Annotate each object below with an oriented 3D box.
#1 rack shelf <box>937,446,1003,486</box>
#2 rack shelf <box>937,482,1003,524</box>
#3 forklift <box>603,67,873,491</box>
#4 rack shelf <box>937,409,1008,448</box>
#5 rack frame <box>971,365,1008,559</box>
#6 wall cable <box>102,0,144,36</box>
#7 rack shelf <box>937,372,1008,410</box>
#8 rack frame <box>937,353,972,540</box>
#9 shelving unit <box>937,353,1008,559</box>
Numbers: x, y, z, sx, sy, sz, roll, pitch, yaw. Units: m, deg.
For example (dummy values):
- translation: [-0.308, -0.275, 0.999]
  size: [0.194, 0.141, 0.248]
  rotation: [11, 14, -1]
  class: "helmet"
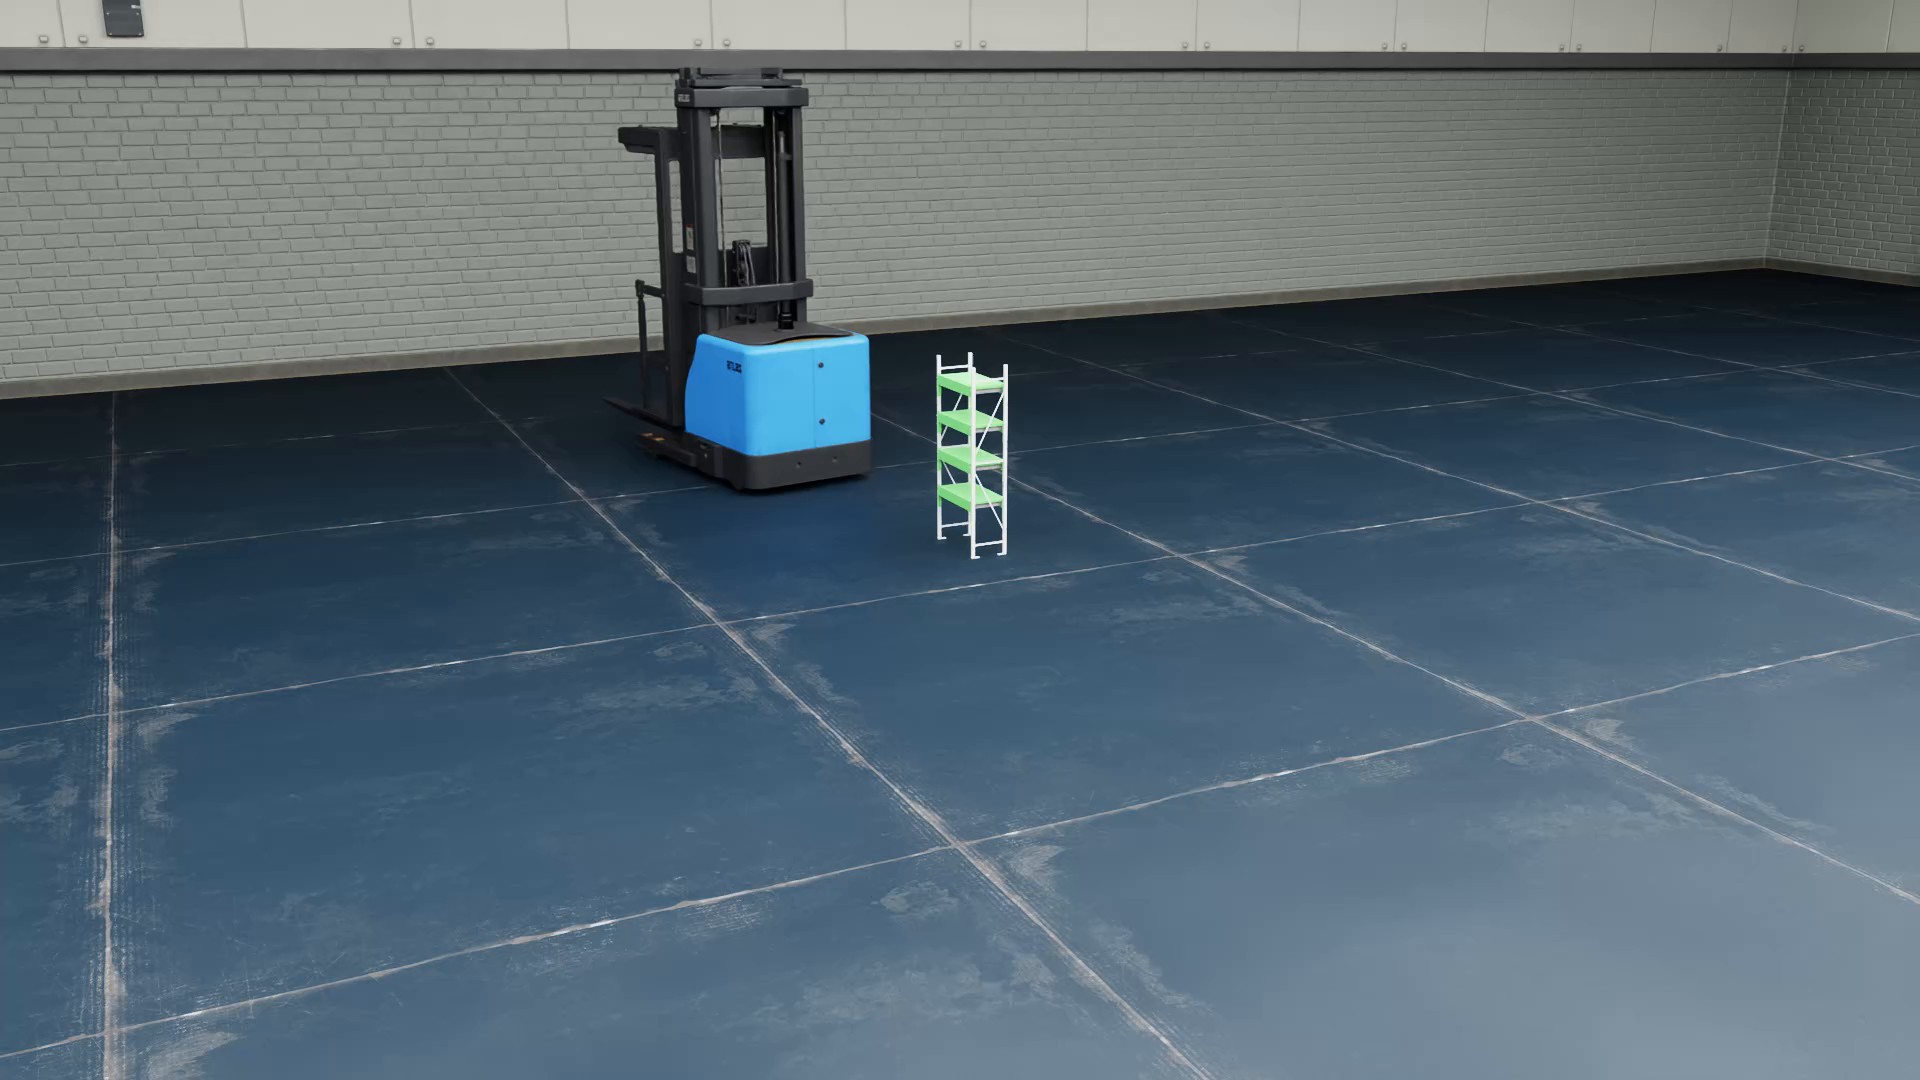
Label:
- translation: [0.073, -0.474, 10.460]
  size: [0.258, 0.148, 0.480]
  rotation: [-8, 18, -25]
  class: "rack shelf"
- translation: [0.073, -0.244, 10.526]
  size: [0.258, 0.148, 0.480]
  rotation: [-8, 18, -25]
  class: "rack shelf"
- translation: [-1.897, -2.110, 12.790]
  size: [1.130, 2.935, 3.031]
  rotation: [-11, 19, -33]
  class: "forklift"
- translation: [0.073, -0.705, 10.394]
  size: [0.258, 0.148, 0.480]
  rotation: [-8, 18, -25]
  class: "rack shelf"
- translation: [0.179, -0.475, 10.231]
  size: [0.240, 1.200, 0.015]
  rotation: [-8, 18, -25]
  class: "rack frame"
- translation: [-6.591, -7.532, 14.519]
  size: [2.305, 6.003, 0.169]
  rotation: [-8, 18, -25]
  class: "wall cable"
- translation: [0.073, -0.936, 10.327]
  size: [0.258, 0.148, 0.480]
  rotation: [-8, 18, -25]
  class: "rack shelf"
- translation: [-0.034, -0.596, 10.653]
  size: [0.240, 1.200, 0.015]
  rotation: [-8, 18, -25]
  class: "rack frame"
- translation: [0.073, -0.536, 10.442]
  size: [0.258, 1.200, 0.503]
  rotation: [-8, 18, -25]
  class: "shelving unit"
